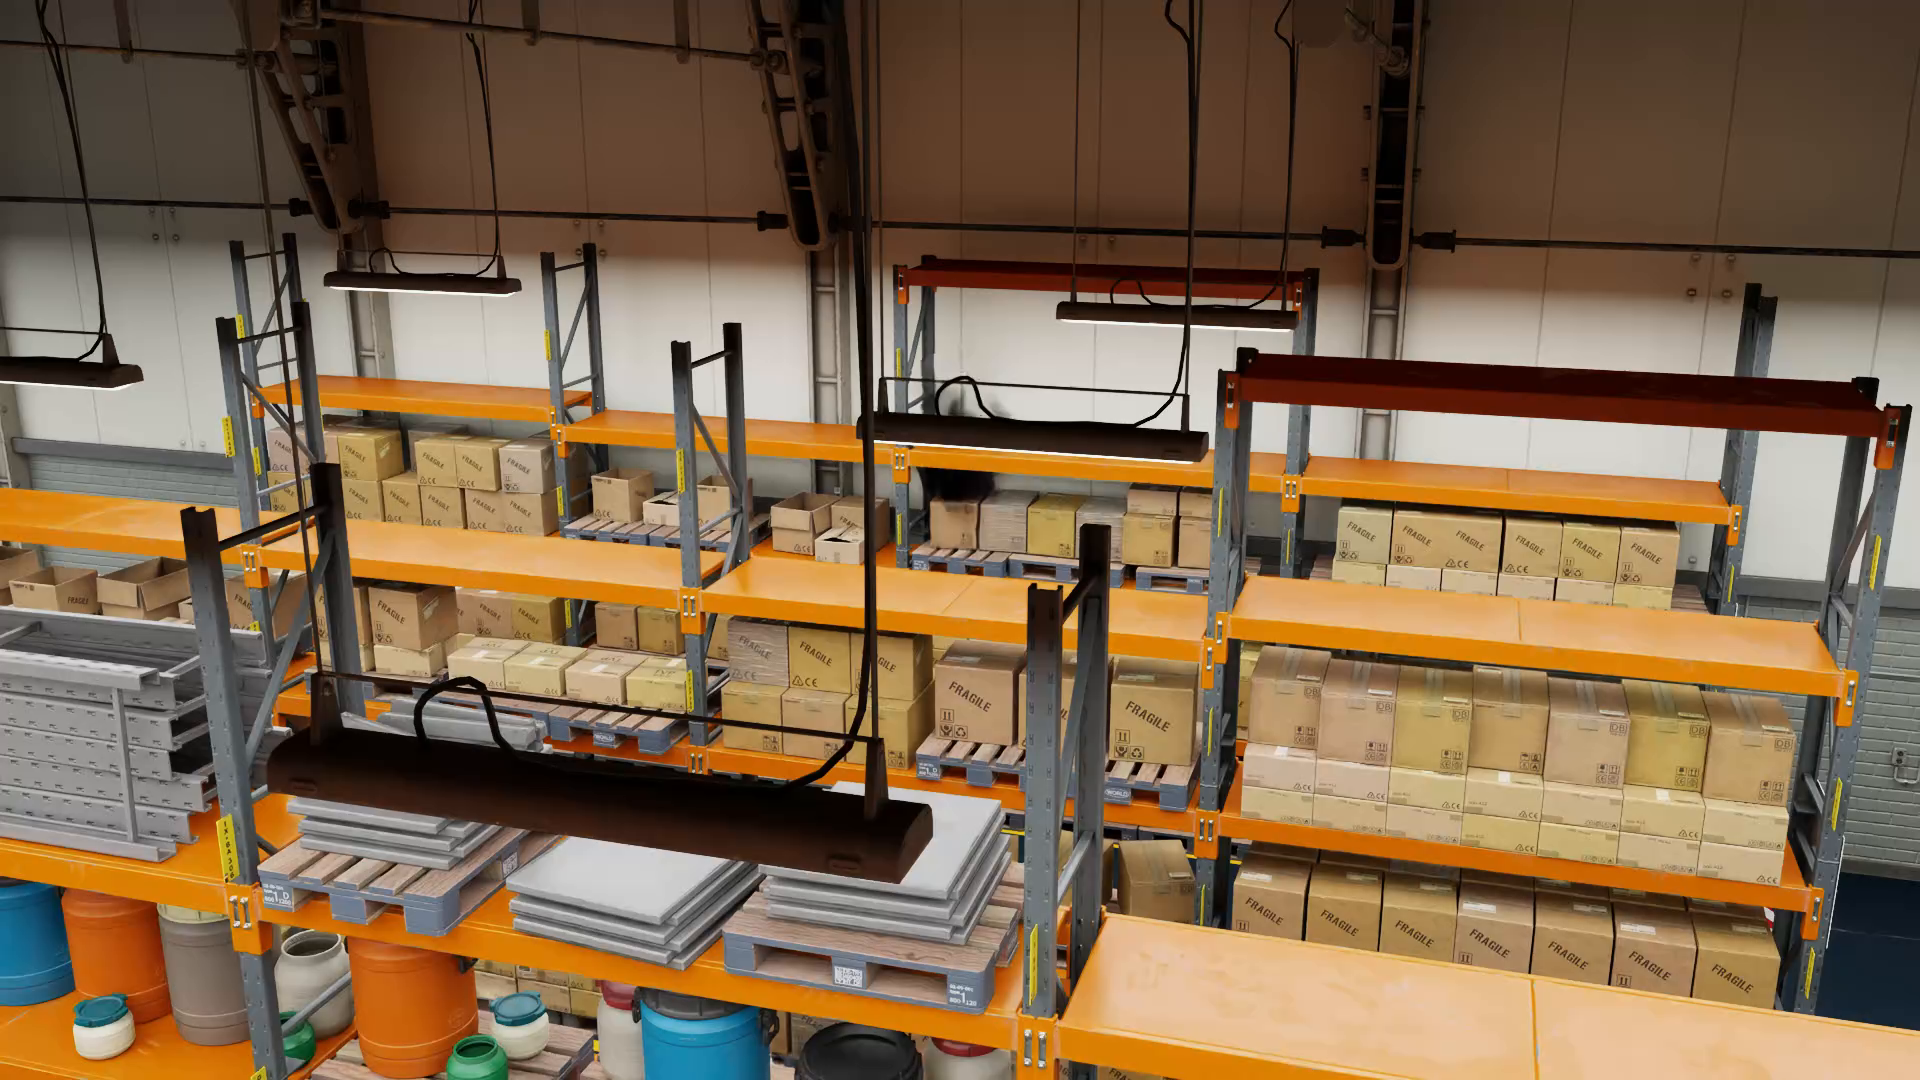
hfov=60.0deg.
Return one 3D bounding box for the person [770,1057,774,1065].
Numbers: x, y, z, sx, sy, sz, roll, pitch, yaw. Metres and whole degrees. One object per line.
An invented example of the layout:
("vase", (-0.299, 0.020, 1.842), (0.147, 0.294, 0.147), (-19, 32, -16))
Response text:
("person", (-1.404, 4.223, 11.337), (0.639, 1.527, 0.696), (3, 16, 11))
